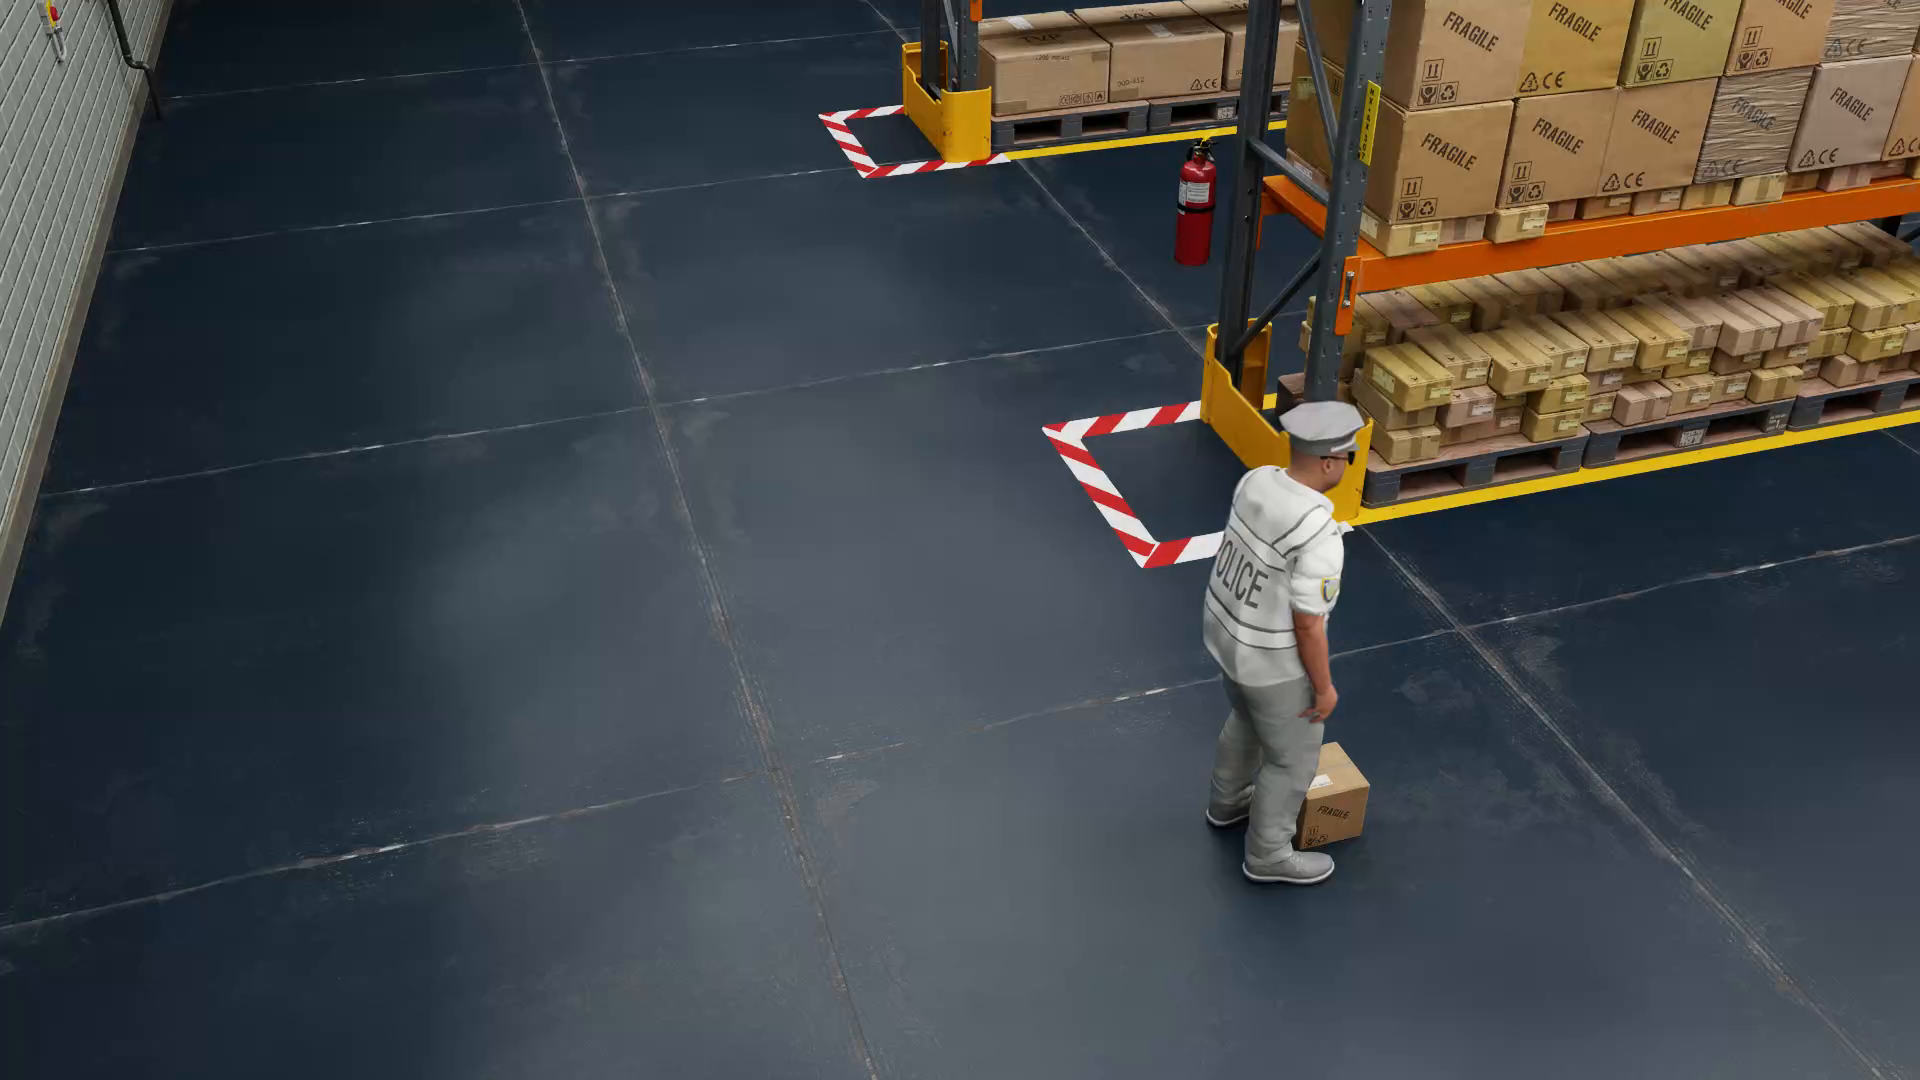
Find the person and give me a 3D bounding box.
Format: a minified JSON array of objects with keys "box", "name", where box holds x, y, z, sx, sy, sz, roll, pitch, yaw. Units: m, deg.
[{"box":[1.055,0.359,5.597,0.435,1.748,0.592,-11,35,-15],"name":"person"}]
